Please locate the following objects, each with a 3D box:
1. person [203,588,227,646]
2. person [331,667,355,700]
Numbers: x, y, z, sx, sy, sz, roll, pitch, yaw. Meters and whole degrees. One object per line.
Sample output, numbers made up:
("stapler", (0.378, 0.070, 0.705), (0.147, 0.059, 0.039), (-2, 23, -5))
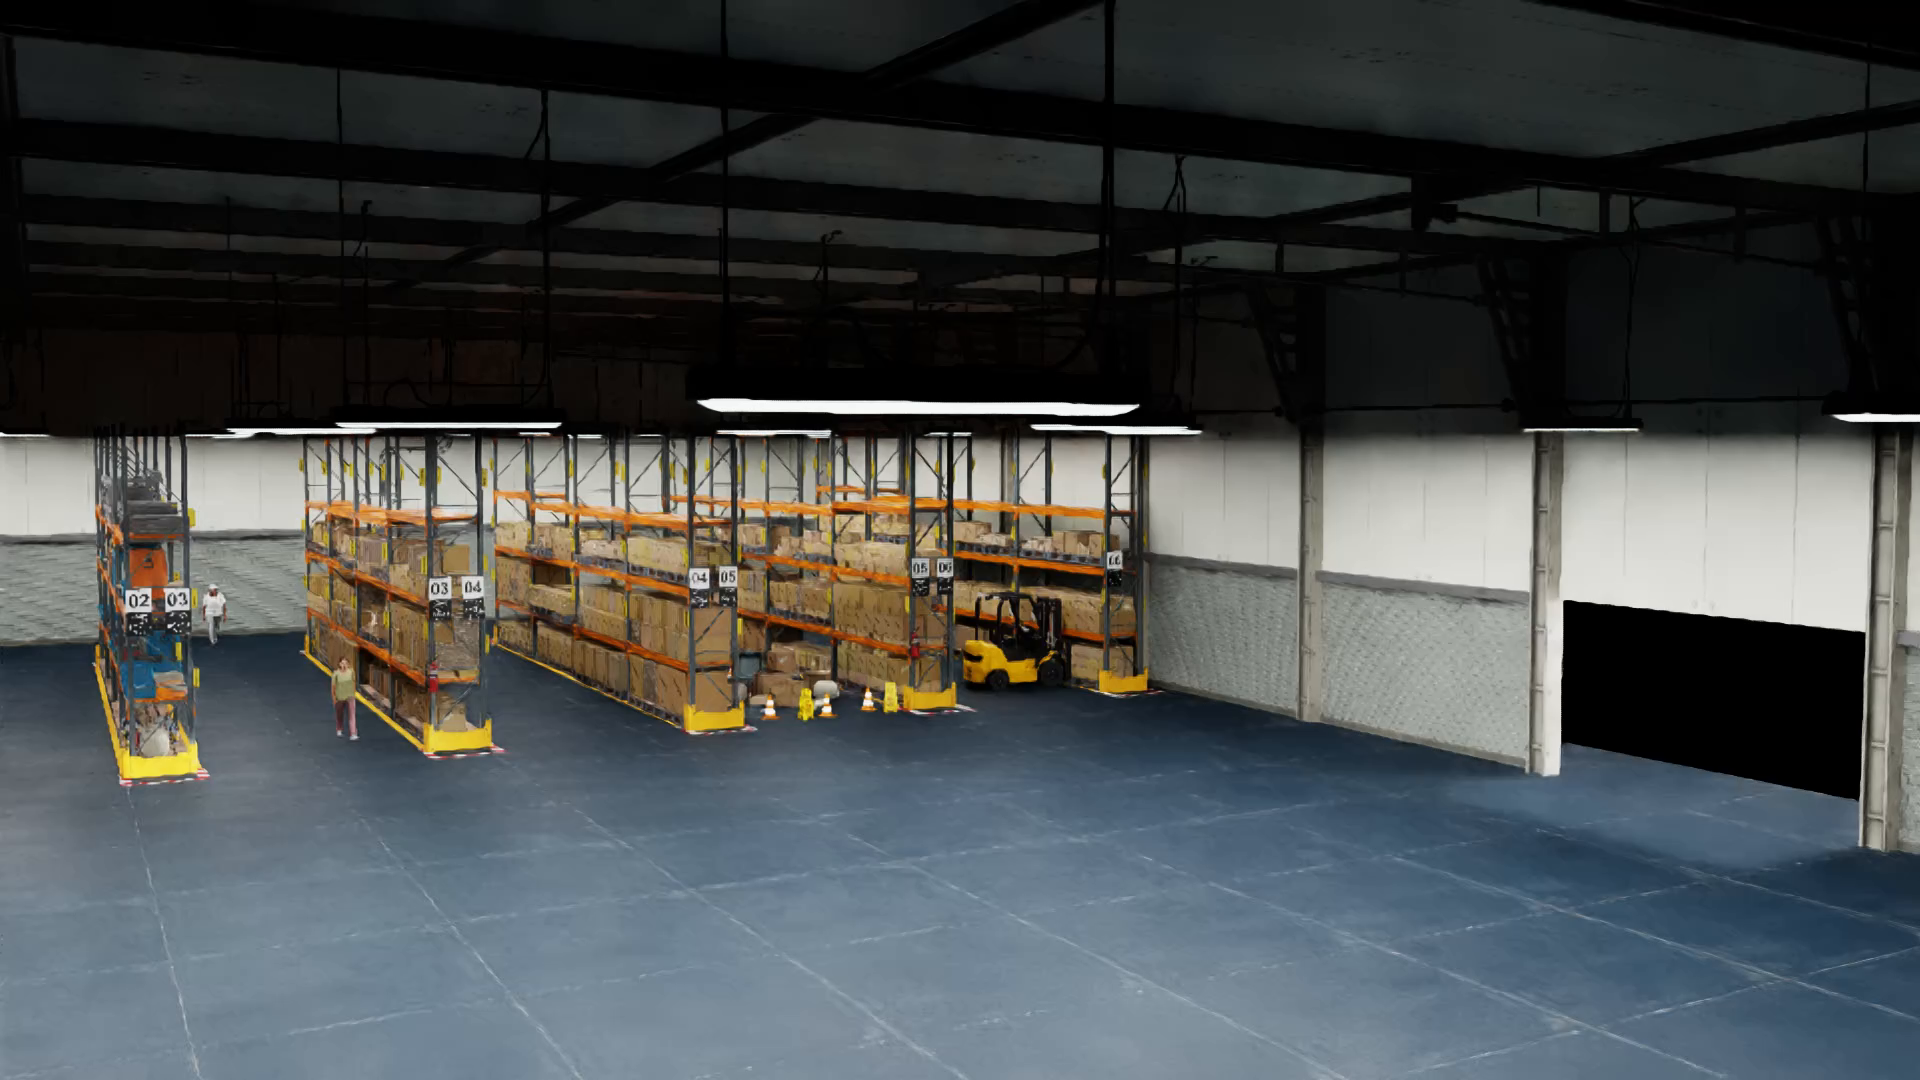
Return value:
("person", (-20.795, 2.077, 46.404), (0.589, 1.679, 1.043), (-2, 4, -30))
("person", (-11.767, 2.740, 31.725), (0.444, 0.613, 0.330), (-2, 4, -26))
